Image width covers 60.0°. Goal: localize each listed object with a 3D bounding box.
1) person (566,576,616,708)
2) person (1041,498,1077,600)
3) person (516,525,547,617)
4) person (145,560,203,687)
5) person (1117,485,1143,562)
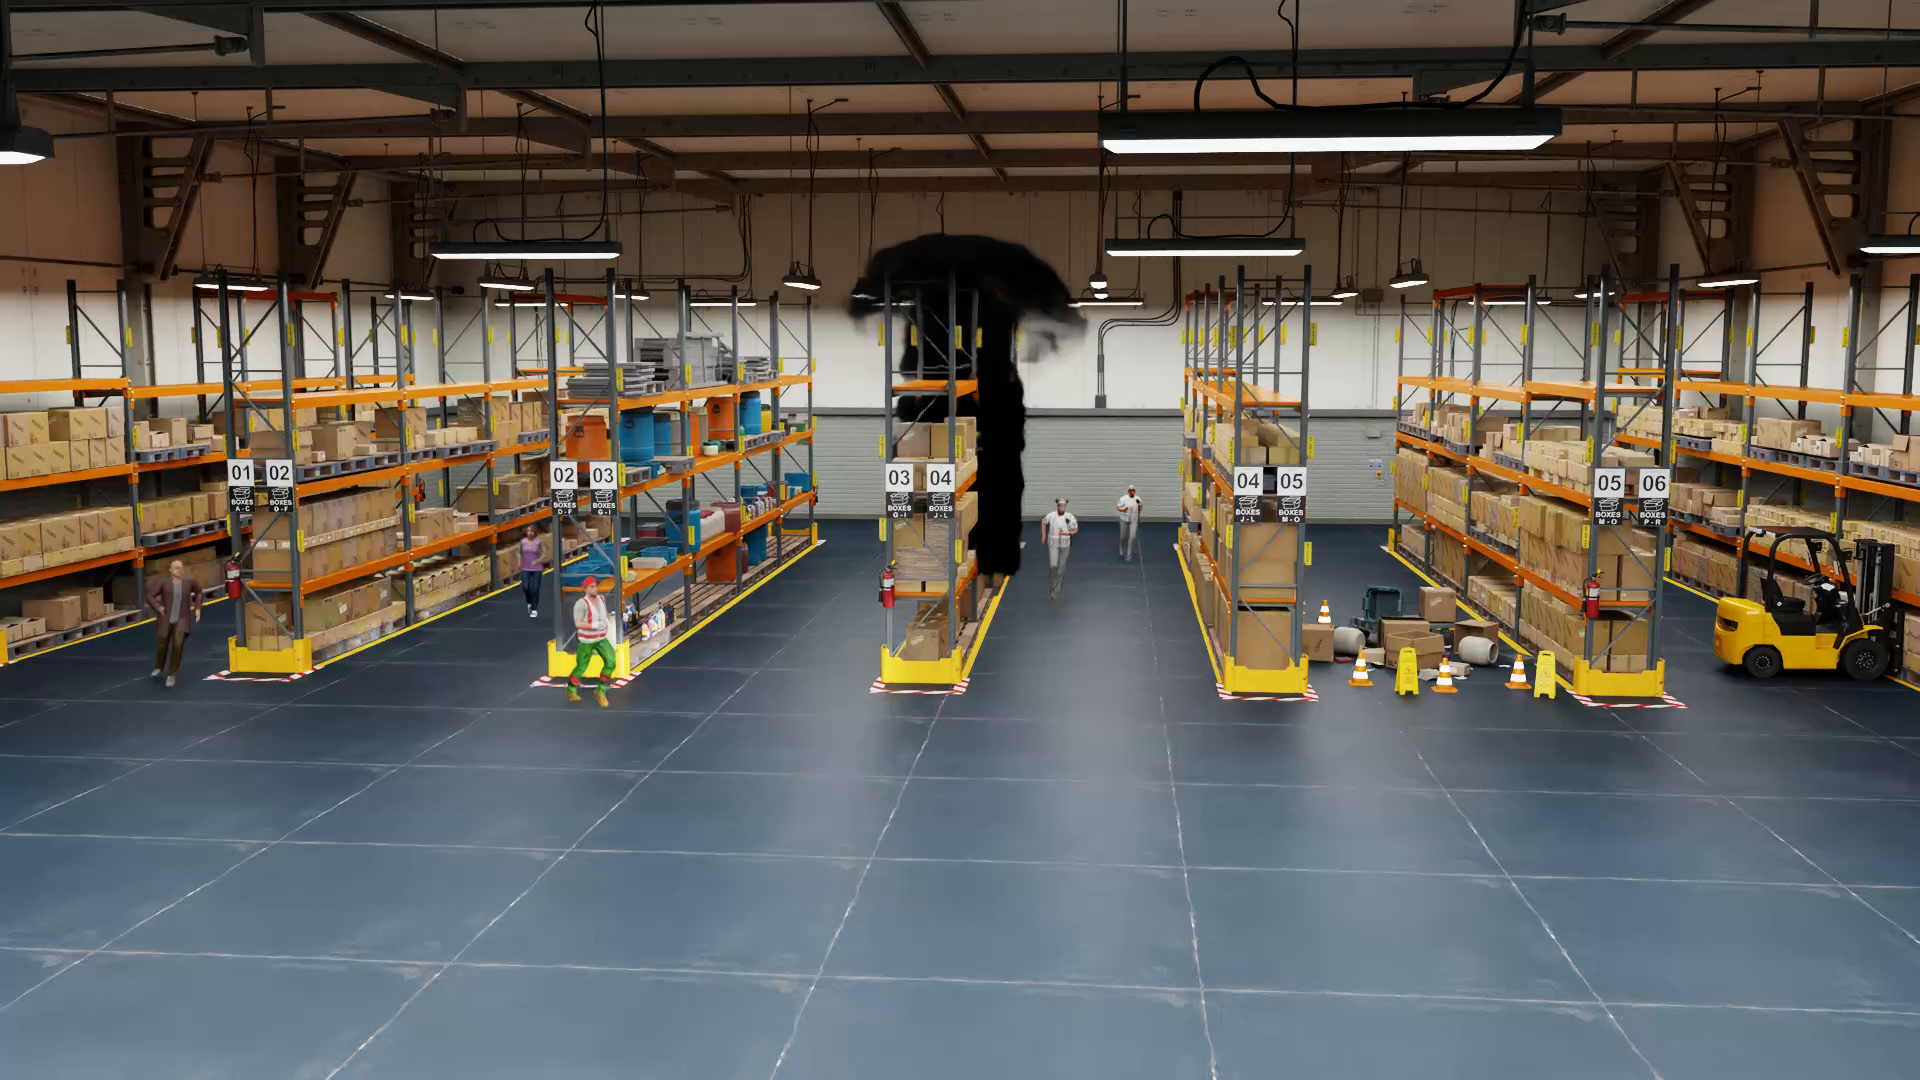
[{"bbox_3d":[-4.986,1.377,22.599,0.897,1.794,0.673,6,9,43],"label":"person"},{"bbox_3d":[1.842,0.149,30.752,0.645,1.887,0.650,0,7,-3],"label":"person"},{"bbox_3d":[-7.250,0.531,28.093,0.529,1.574,0.505,-1,7,-5],"label":"person"},{"bbox_3d":[-11.449,1.198,24.279,0.767,1.809,0.852,-3,8,-25],"label":"person"},{"bbox_3d":[3.849,-0.402,37.711,0.608,1.700,0.877,0,7,2],"label":"person"}]
